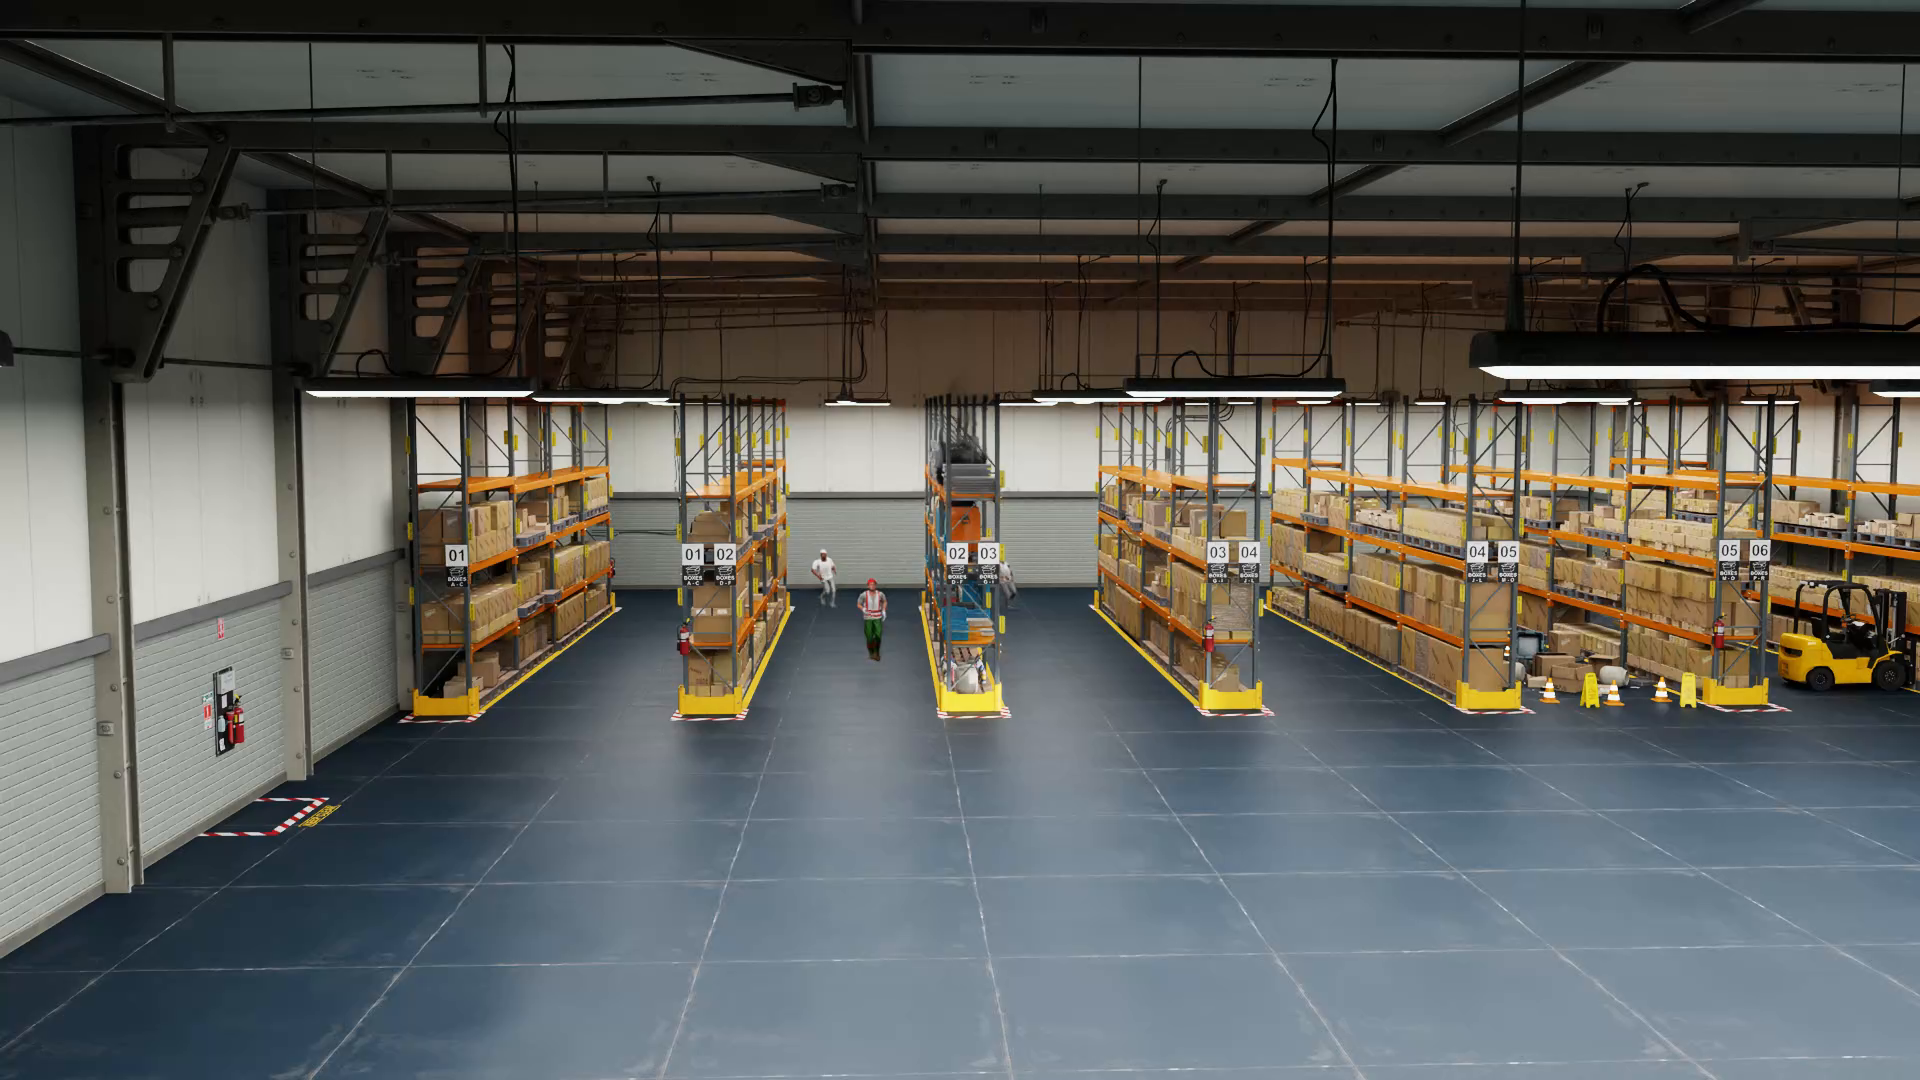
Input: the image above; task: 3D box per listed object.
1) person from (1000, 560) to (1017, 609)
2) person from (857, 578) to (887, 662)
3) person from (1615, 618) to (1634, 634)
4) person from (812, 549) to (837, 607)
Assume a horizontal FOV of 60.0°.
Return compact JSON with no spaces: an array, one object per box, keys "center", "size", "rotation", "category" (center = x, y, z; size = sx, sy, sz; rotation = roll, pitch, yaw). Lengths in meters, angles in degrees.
[{"center":[1.312,1.184,47.257],"size":[0.667,1.615,0.496],"rotation":[-3,5,-34],"category":"person"},{"center":[-1.889,1.733,35.874],"size":[0.648,1.813,0.642],"rotation":[-1,5,-7],"category":"person"},{"center":[16.433,1.644,40.959],"size":[0.662,1.715,0.643],"rotation":[-1,5,-8],"category":"person"},{"center":[-3.875,1.104,47.876],"size":[0.700,1.685,0.559],"rotation":[-3,5,-32],"category":"person"}]
